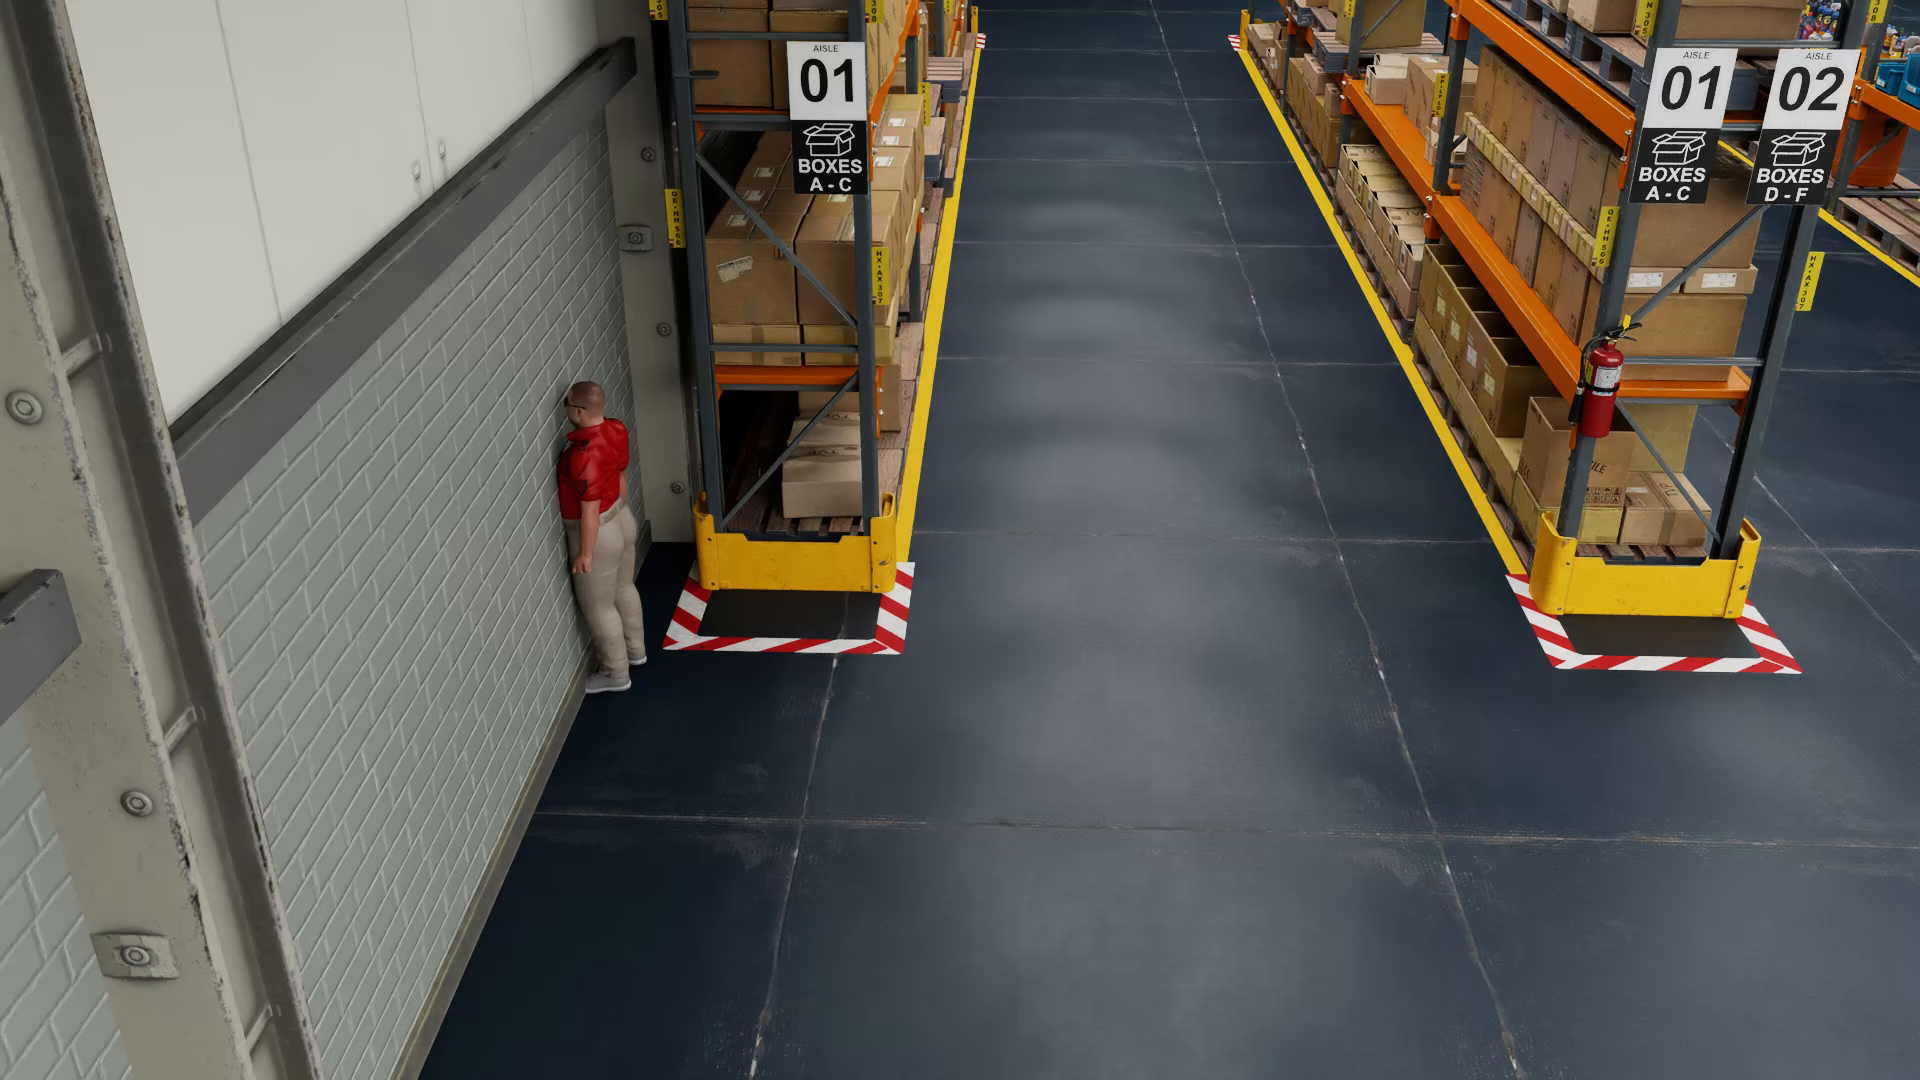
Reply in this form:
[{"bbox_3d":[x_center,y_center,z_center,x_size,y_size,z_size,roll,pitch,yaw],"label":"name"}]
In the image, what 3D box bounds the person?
[{"bbox_3d":[-1.898,-0.024,8.684,0.366,1.730,0.521,5,28,10],"label":"person"}]
